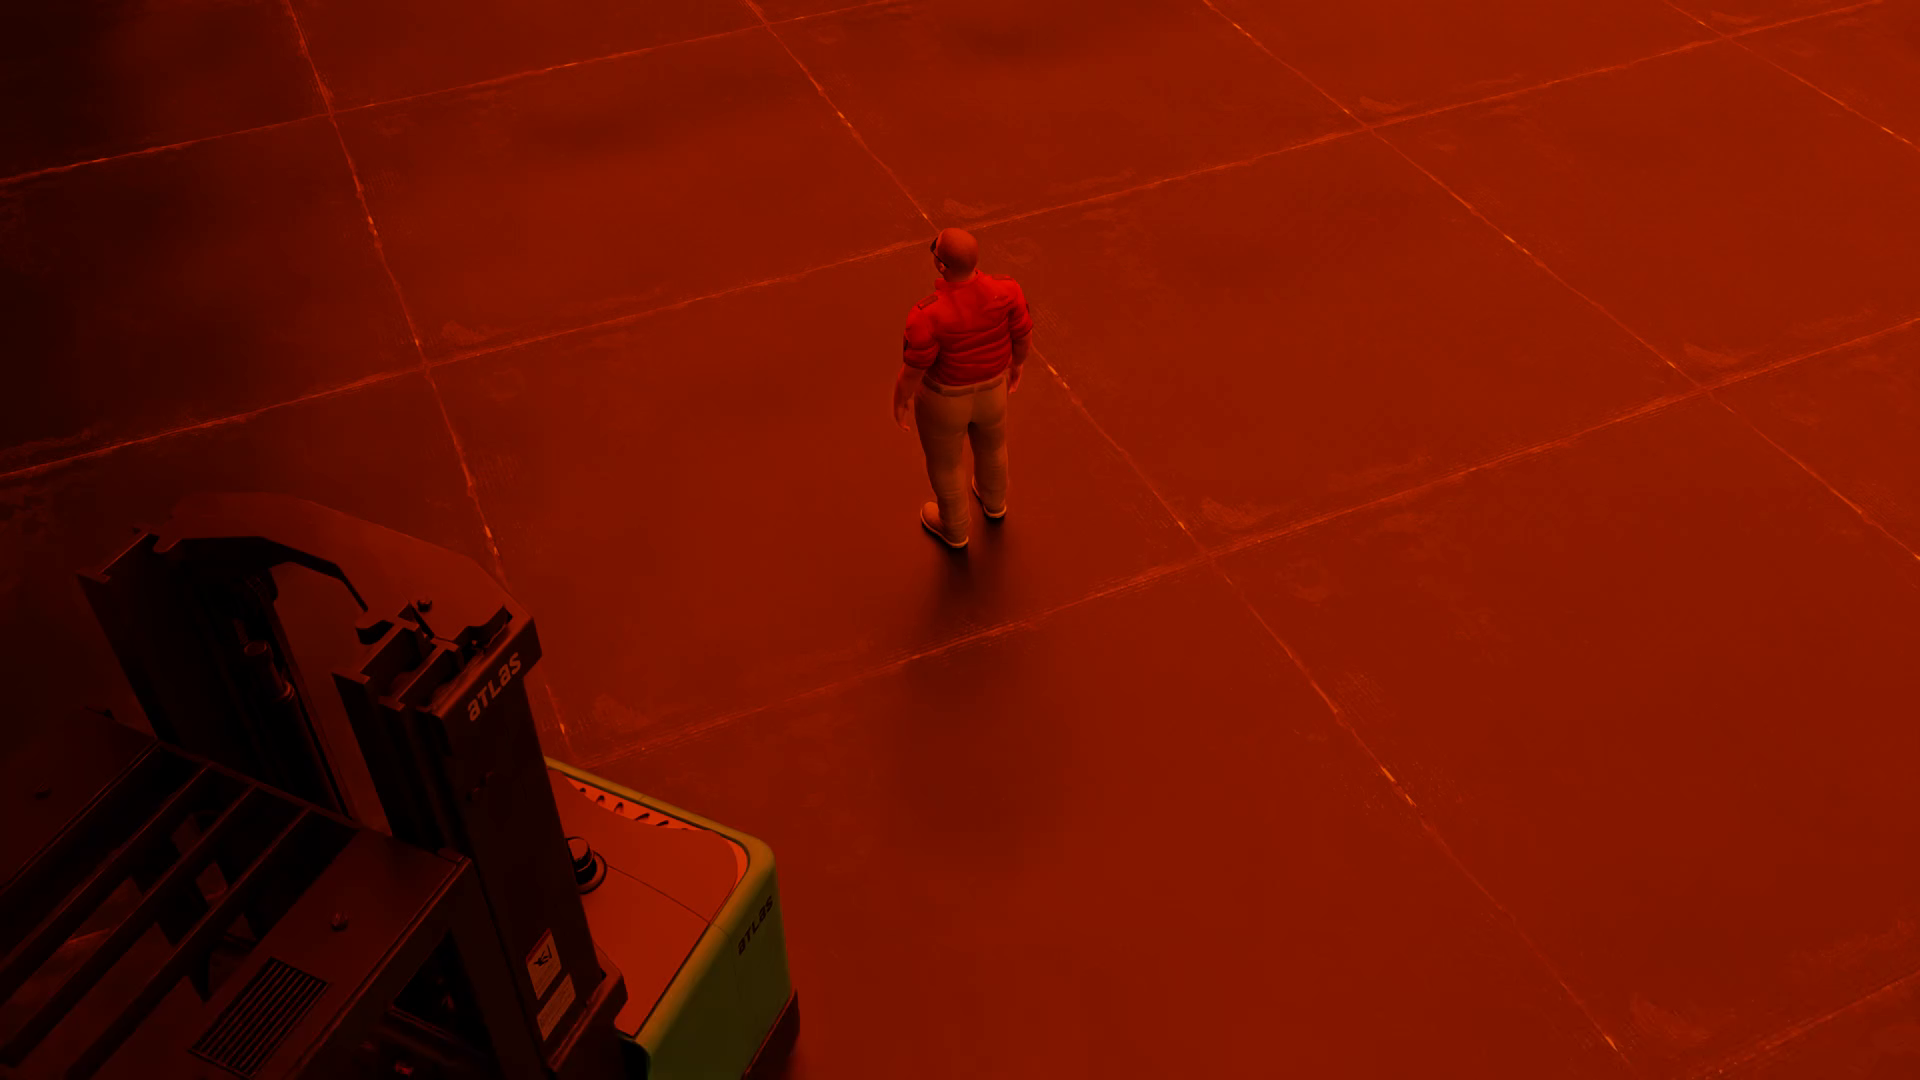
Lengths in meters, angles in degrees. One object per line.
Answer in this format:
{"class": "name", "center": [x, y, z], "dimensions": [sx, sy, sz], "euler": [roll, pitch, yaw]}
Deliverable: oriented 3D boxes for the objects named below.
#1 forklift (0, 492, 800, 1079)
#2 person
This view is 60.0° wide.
{"class": "forklift", "center": [-1.638, 1.453, 4.124], "dimensions": [1.130, 2.935, 3.031], "euler": [17, 46, 18]}
{"class": "person", "center": [-0.027, -0.696, 7.297], "dimensions": [0.640, 1.727, 0.551], "euler": [-18, 46, -18]}
